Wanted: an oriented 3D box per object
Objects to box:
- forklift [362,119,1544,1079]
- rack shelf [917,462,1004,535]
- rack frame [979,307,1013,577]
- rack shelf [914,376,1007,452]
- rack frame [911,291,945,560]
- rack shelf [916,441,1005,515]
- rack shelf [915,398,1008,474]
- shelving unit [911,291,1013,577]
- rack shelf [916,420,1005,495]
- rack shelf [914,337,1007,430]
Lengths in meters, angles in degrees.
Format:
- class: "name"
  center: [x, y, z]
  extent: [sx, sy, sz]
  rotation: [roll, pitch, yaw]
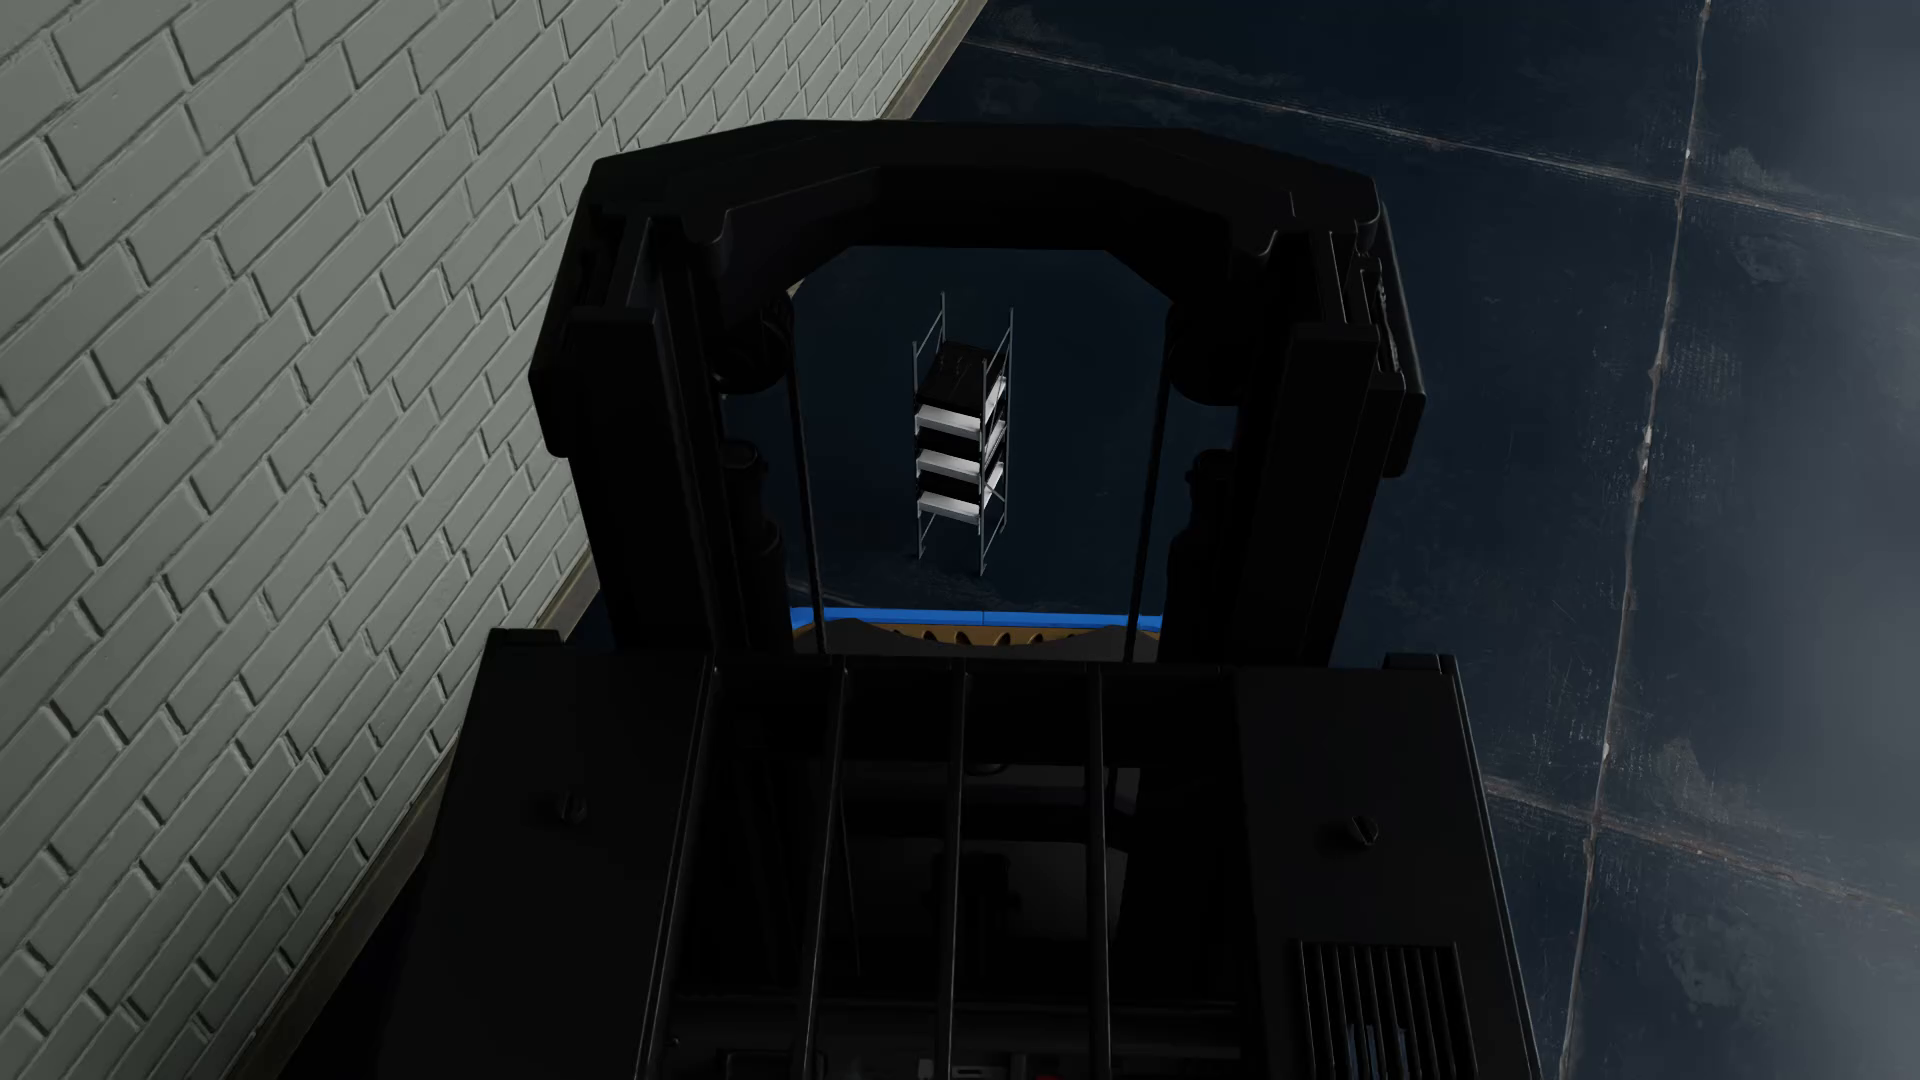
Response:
- class: "forklift"
  center: [0.001, 1.017, 2.429]
  extent: [1.130, 2.935, 3.031]
  rotation: [1, 49, 1]
- class: "rack shelf"
  center: [0.008, -0.153, 5.069]
  extent: [0.200, 0.077, 0.258]
  rotation: [16, 51, 13]
- class: "rack frame"
  center: [0.103, -0.266, 4.885]
  extent: [0.006, 0.900, 0.240]
  rotation: [16, 51, 13]
- class: "rack shelf"
  center: [0.008, -0.389, 4.797]
  extent: [0.200, 0.077, 0.258]
  rotation: [16, 51, 13]
- class: "rack frame"
  center: [-0.088, -0.319, 4.931]
  extent: [0.006, 0.900, 0.240]
  rotation: [16, 51, 13]
- class: "rack shelf"
  center: [0.008, -0.212, 5.001]
  extent: [0.200, 0.077, 0.258]
  rotation: [16, 51, 13]
- class: "rack shelf"
  center: [0.008, -0.330, 4.865]
  extent: [0.200, 0.077, 0.258]
  rotation: [16, 51, 13]
- class: "shelving unit"
  center: [0.008, -0.293, 4.908]
  extent: [0.210, 0.900, 0.258]
  rotation: [16, 51, 13]
- class: "rack shelf"
  center: [0.008, -0.271, 4.933]
  extent: [0.200, 0.077, 0.258]
  rotation: [16, 51, 13]
- class: "rack shelf"
  center: [0.008, -0.448, 4.729]
  extent: [0.200, 0.077, 0.258]
  rotation: [16, 51, 13]
